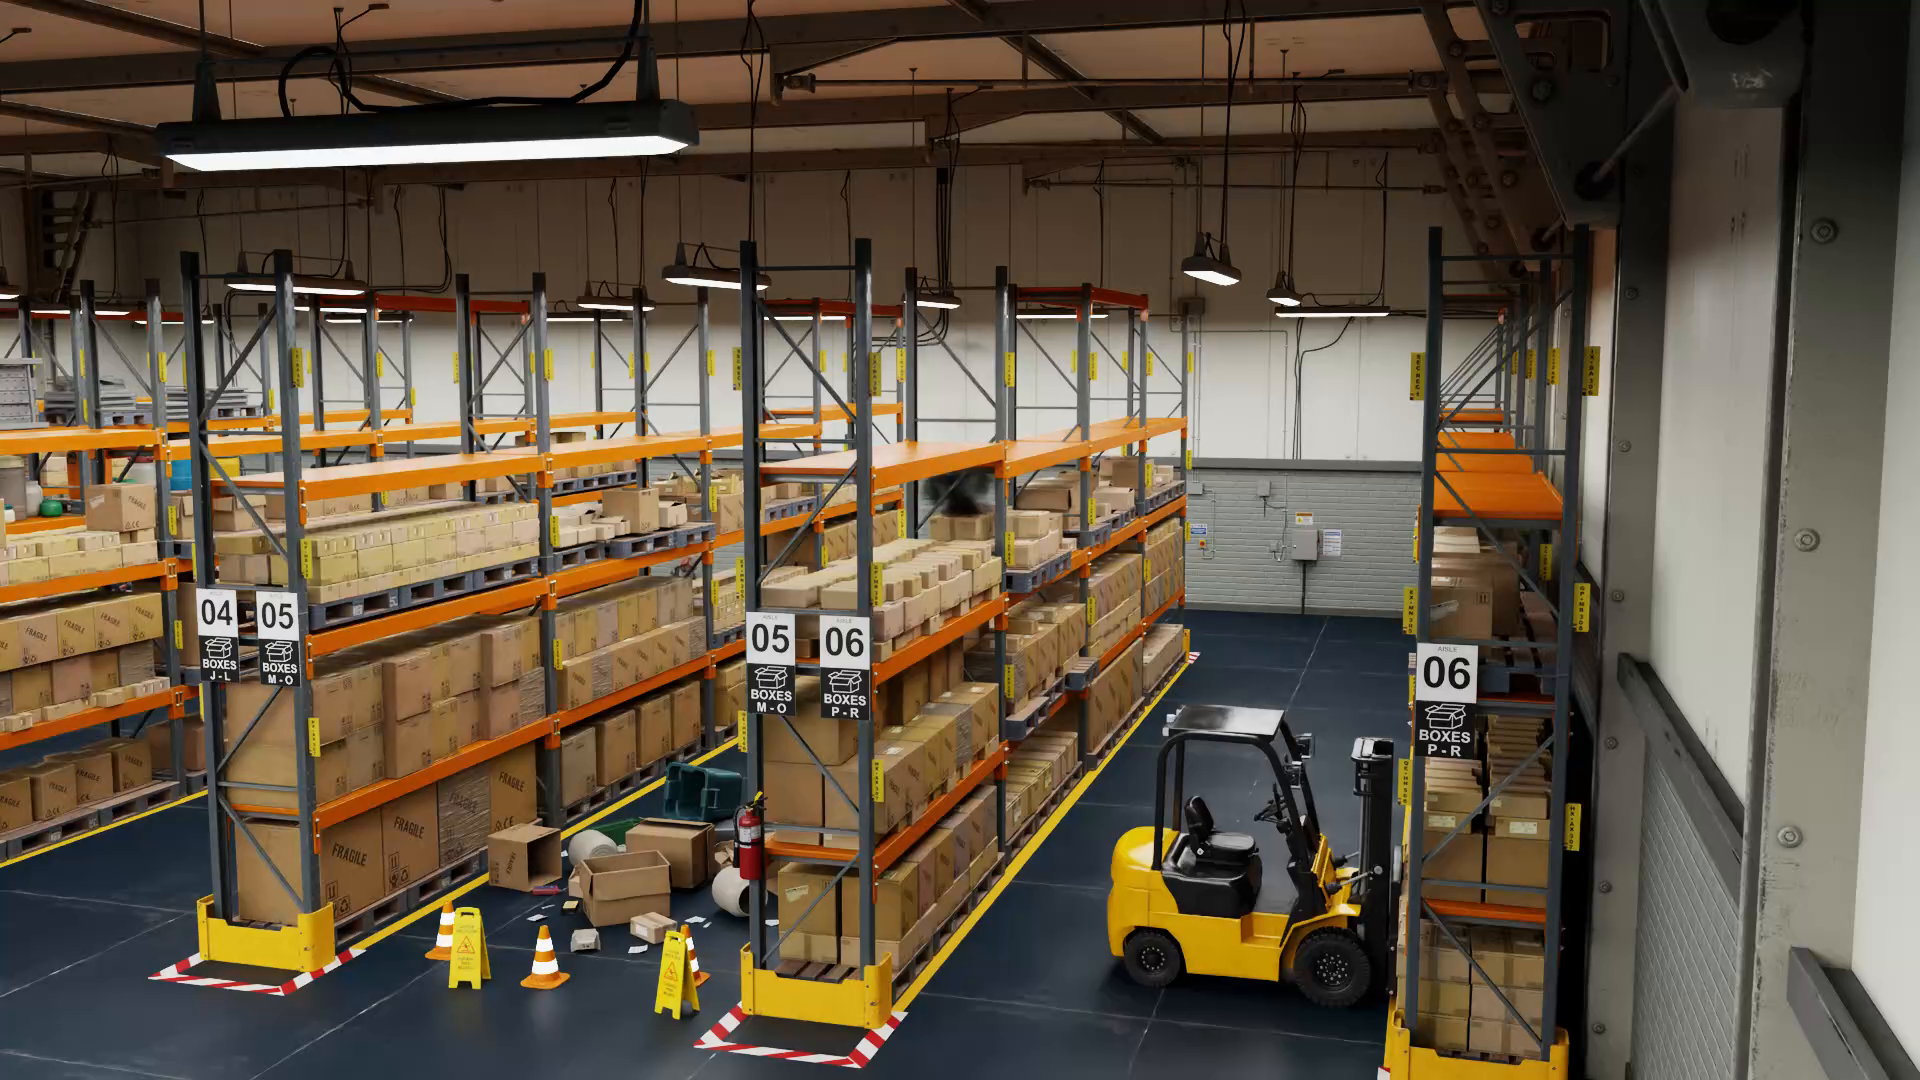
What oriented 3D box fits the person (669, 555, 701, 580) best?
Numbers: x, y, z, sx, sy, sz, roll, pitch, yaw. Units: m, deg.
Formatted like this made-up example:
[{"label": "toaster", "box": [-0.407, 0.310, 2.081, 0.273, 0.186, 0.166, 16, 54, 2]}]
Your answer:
[{"label": "person", "box": [-4.759, 1.101, 28.723, 0.623, 1.782, 0.774, 0, 6, 2]}]
